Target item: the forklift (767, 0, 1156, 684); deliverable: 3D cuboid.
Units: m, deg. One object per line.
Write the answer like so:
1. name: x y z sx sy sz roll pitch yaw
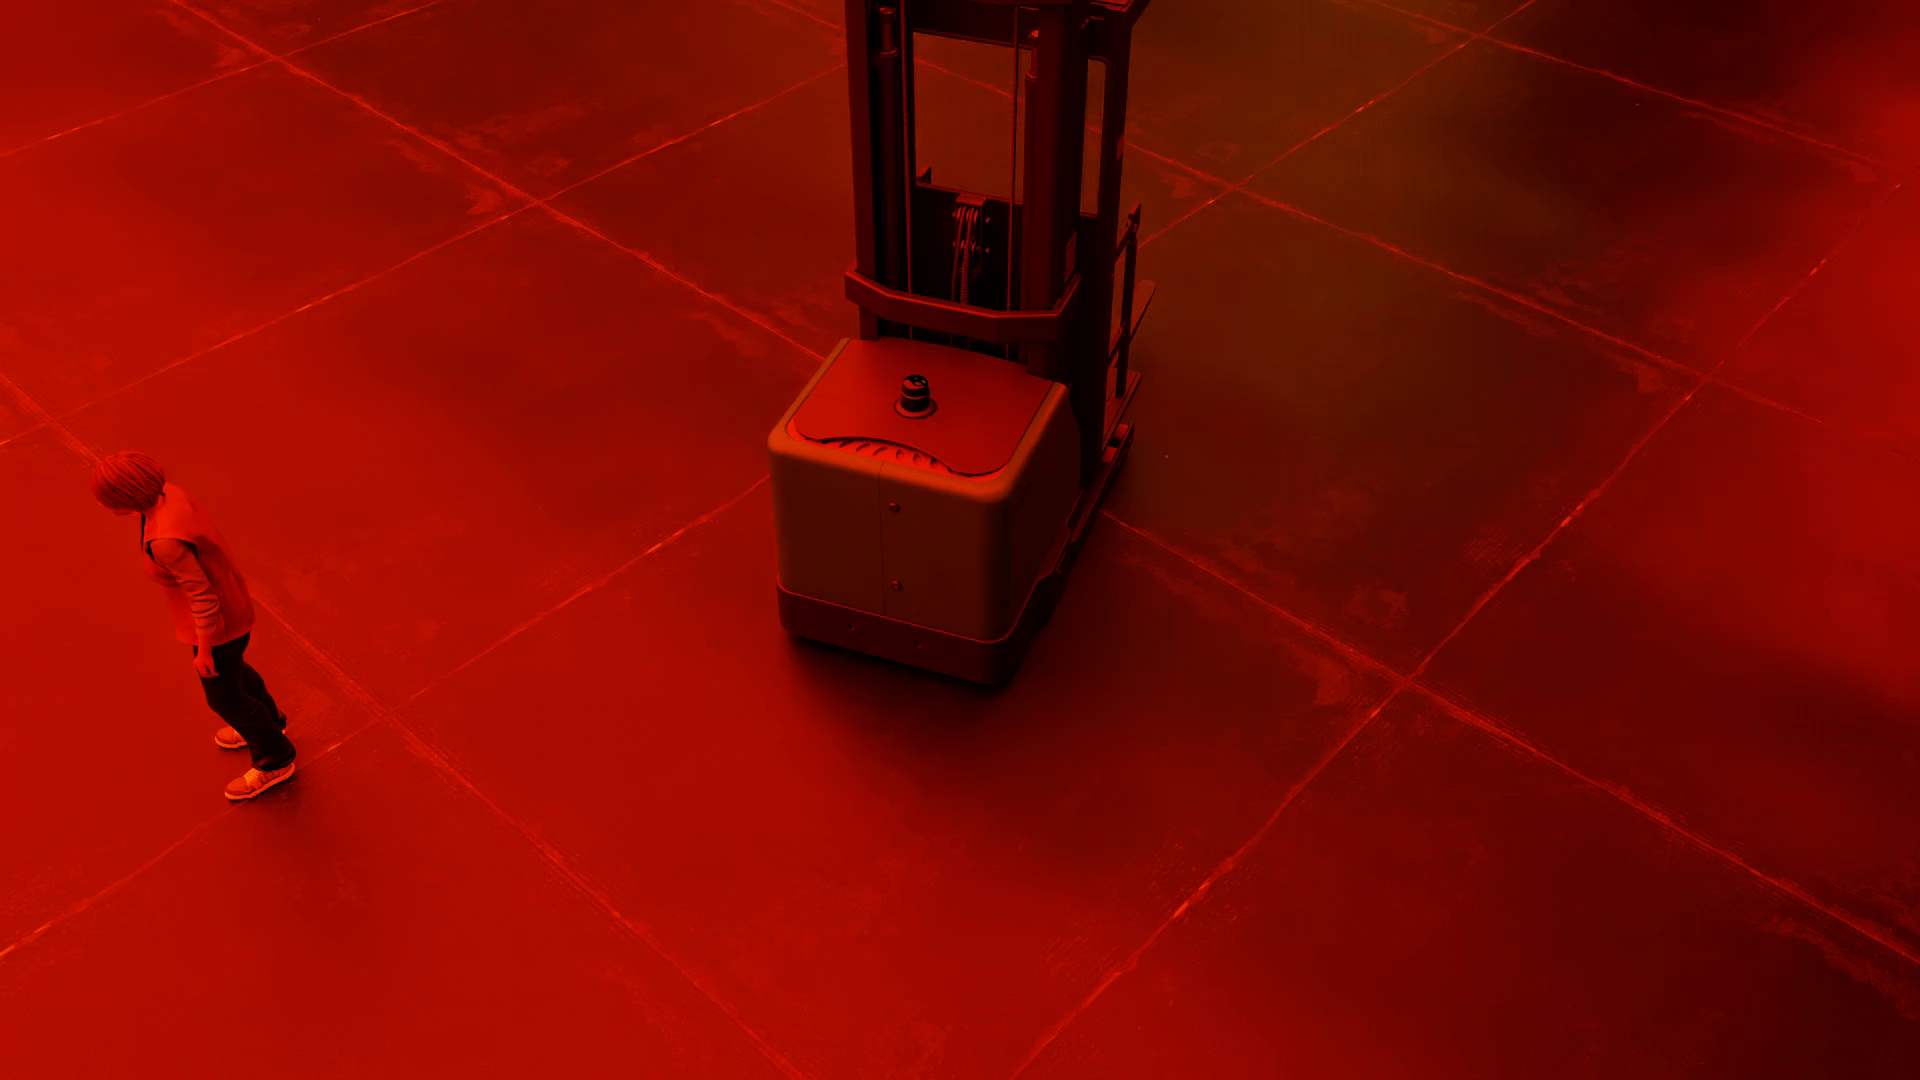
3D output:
1. forklift: 0.211 -1.484 7.158 1.130 2.935 3.031 14 42 15

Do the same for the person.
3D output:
1. person: -2.770 0.295 6.113 0.345 1.593 0.479 -18 44 -20
